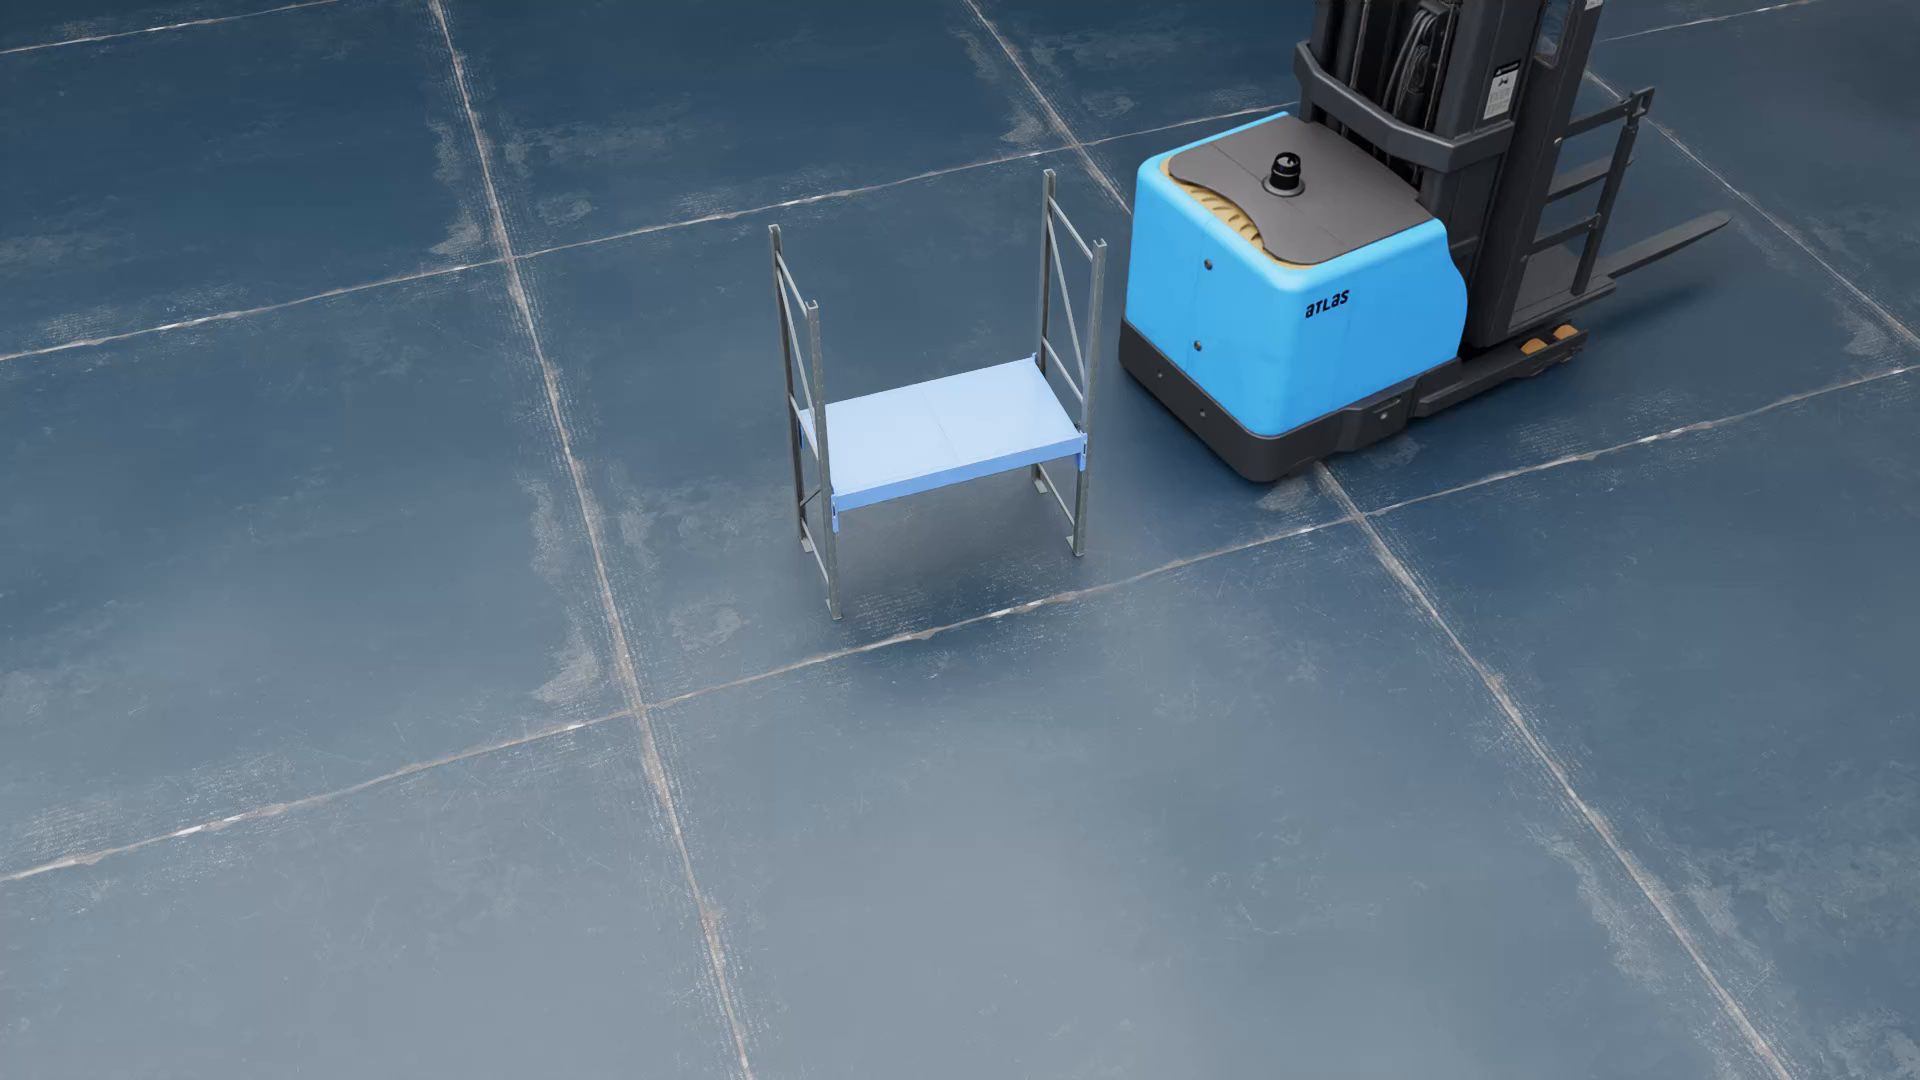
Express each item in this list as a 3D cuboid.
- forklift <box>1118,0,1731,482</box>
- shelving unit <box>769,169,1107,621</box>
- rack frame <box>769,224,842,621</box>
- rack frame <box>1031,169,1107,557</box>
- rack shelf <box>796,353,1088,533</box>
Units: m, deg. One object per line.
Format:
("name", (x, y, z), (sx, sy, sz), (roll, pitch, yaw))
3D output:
("forklift", (2.237, -2.070, 6.744), (3.031, 2.935, 1.130), (-23, 50, -21))
("shelving unit", (-0.080, -0.509, 6.198), (1.048, 1.500, 0.538), (-14, 47, -14))
("rack frame", (-0.558, -0.387, 6.076), (0.032, 1.500, 0.500), (-14, 47, -14))
("rack frame", (0.398, -0.631, 6.320), (0.032, 1.500, 0.500), (-14, 47, -14))
("rack shelf", (-0.080, -0.382, 6.326), (1.000, 0.185, 0.538), (-14, 47, -14))
